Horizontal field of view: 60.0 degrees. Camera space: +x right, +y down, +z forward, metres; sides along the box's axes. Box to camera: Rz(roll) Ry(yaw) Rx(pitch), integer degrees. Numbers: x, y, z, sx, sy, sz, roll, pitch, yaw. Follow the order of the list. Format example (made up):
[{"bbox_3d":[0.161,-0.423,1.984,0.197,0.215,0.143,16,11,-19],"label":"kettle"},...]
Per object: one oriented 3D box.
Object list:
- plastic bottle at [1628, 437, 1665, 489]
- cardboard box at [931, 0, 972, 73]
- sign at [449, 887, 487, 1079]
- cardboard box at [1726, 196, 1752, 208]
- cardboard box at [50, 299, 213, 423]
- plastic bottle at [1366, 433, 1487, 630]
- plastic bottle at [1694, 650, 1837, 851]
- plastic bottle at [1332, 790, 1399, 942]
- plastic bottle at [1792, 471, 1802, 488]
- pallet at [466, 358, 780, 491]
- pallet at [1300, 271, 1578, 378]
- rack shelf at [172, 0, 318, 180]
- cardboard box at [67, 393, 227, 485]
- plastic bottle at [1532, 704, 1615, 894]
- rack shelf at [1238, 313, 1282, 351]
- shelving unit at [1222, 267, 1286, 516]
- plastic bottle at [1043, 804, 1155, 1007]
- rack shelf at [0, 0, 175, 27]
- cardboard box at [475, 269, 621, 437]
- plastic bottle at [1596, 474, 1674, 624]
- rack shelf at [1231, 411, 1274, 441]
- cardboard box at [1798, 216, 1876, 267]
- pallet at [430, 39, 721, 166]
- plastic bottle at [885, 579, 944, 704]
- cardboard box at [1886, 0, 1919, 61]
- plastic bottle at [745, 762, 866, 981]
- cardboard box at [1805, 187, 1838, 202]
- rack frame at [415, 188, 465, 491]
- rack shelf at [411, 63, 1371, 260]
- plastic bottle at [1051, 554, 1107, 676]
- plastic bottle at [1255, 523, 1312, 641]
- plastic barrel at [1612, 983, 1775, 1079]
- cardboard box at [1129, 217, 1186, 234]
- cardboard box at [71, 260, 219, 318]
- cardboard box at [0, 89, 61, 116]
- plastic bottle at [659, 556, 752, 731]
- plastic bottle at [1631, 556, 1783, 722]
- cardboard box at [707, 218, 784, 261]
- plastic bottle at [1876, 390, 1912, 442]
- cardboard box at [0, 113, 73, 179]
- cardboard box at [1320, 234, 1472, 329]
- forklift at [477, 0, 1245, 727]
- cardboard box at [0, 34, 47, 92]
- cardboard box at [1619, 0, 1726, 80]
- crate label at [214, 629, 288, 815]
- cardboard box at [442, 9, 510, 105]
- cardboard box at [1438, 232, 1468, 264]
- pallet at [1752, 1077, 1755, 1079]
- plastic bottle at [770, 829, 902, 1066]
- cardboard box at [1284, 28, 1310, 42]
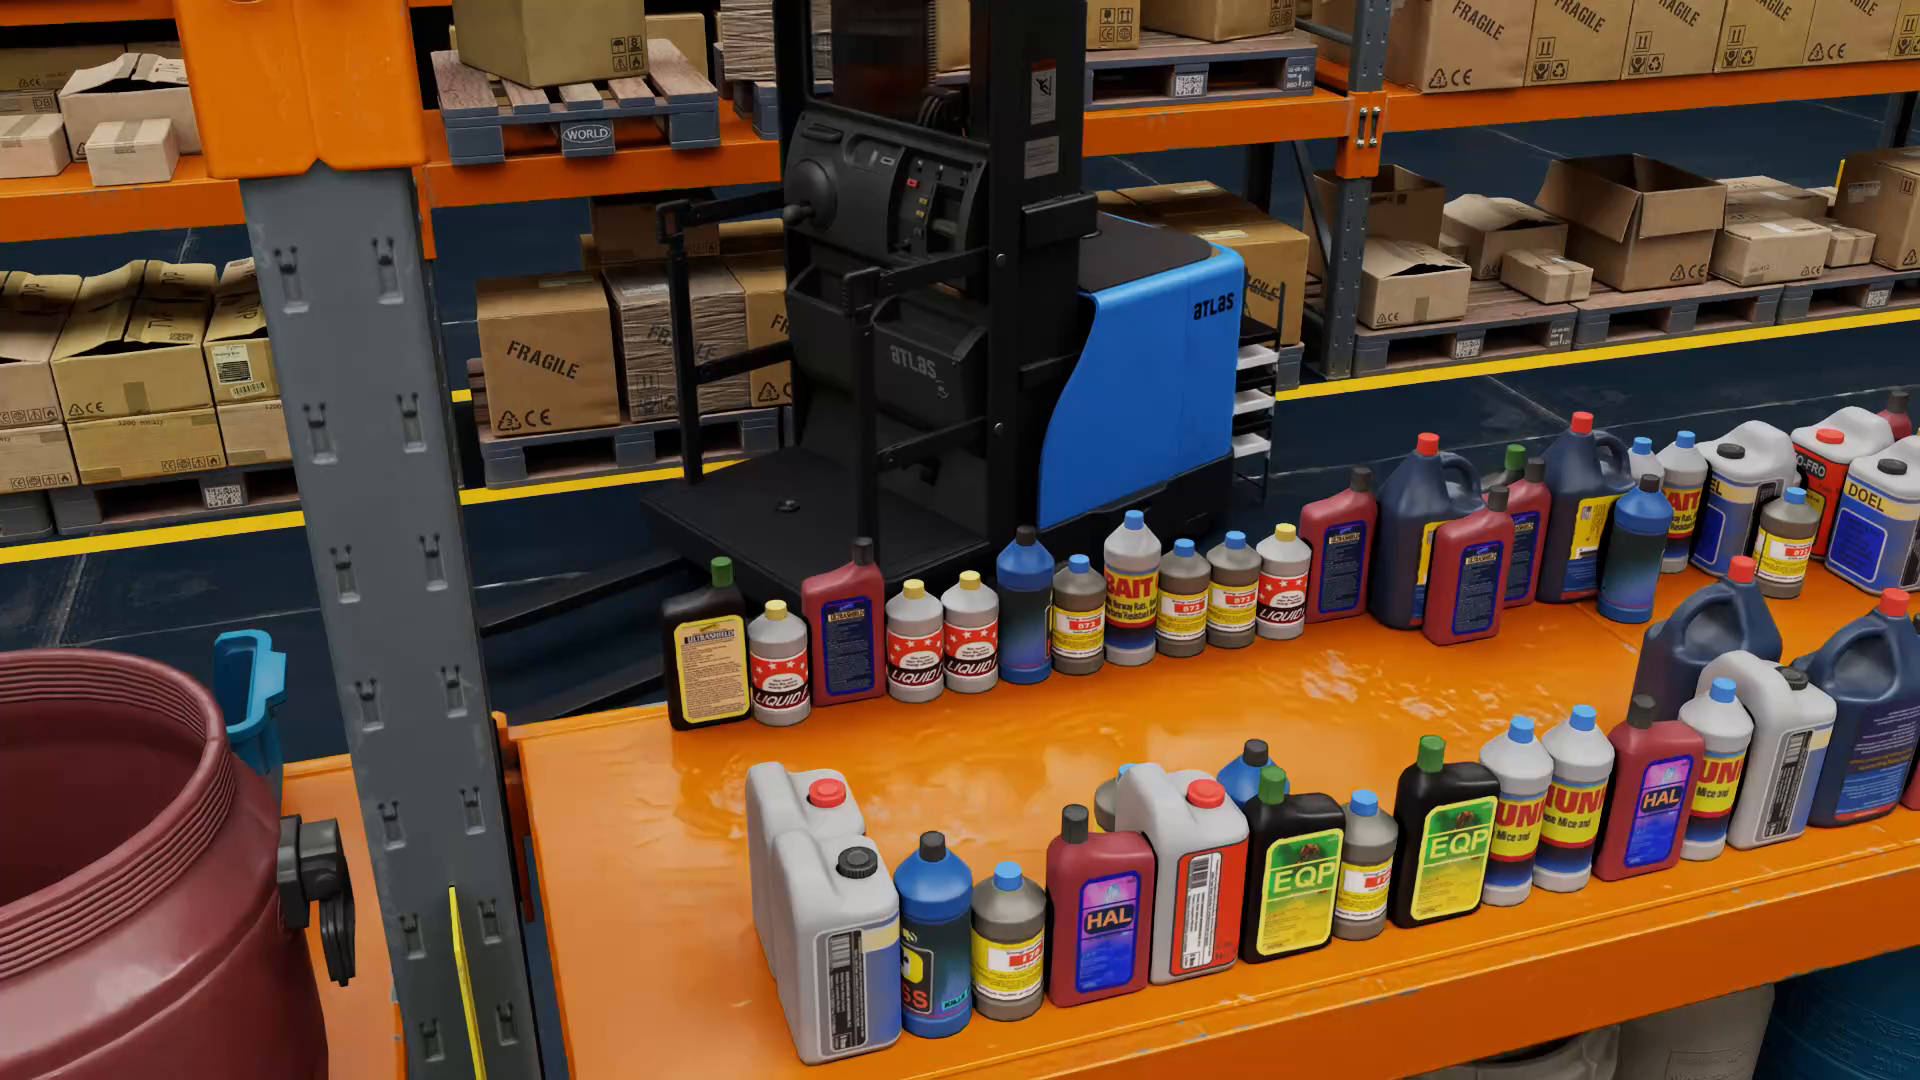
[{"bbox_3d":[1.270,-0.064,3.151,0.097,0.271,0.097,0,26,0],"label":"plastic bottle"},{"bbox_3d":[-0.051,-2.260,6.844,0.500,0.500,0.700,-16,31,-29],"label":"cardboard box"},{"bbox_3d":[-0.486,0.508,1.671,0.005,0.325,0.100,-8,28,-16],"label":"sign"},{"bbox_3d":[3.857,-1.720,8.939,0.500,0.250,0.500,-8,28,-16],"label":"cardboard box"},{"bbox_3d":[-3.108,-0.703,6.282,0.500,0.311,0.500,-9,28,-17],"label":"cardboard box"},{"bbox_3d":[0.840,-0.027,2.986,0.185,0.351,0.144,-8,28,-16],"label":"plastic bottle"},{"bbox_3d":[1.167,0.291,2.430,0.135,0.276,0.152,-8,28,-16],"label":"plastic bottle"},{"bbox_3d":[0.534,0.429,2.237,0.097,0.201,0.097,0,26,0],"label":"plastic bottle"},{"bbox_3d":[1.583,-0.078,3.257,0.097,0.201,0.097,0,26,0],"label":"plastic bottle"},{"bbox_3d":[-1.472,-0.583,7.188,1.213,0.211,1.003,-8,28,-16],"label":"pallet"},{"bbox_3d":[2.263,-1.142,8.312,1.213,0.211,1.003,-8,28,-16],"label":"pallet"},{"bbox_3d":[-2.565,-0.397,1.112,4.000,0.370,1.077,-8,28,-16],"label":"rack shelf"},{"bbox_3d":[-3.107,-0.454,6.411,0.500,0.250,0.500,-9,28,-17],"label":"cardboard box"},{"bbox_3d":[0.846,0.352,2.312,0.097,0.271,0.097,0,26,0],"label":"plastic bottle"},{"bbox_3d":[1.051,-0.777,6.272,0.200,0.077,0.258,-14,30,-26],"label":"rack shelf"},{"bbox_3d":[1.051,-0.565,6.377,0.210,0.900,0.258,-14,30,-26],"label":"shelving unit"},{"bbox_3d":[0.175,0.453,2.096,0.133,0.283,0.061,-8,28,-16],"label":"plastic bottle"},{"bbox_3d":[-5.633,-3.242,10.216,4.000,0.370,1.077,-8,28,-16],"label":"rack shelf"},{"bbox_3d":[-1.672,-0.765,6.734,0.500,0.500,0.500,-7,27,-14],"label":"cardboard box"},{"bbox_3d":[1.222,0.010,3.001,0.097,0.271,0.097,0,26,0],"label":"plastic bottle"},{"bbox_3d":[1.051,-0.455,6.432,0.200,0.077,0.258,-14,30,-26],"label":"rack shelf"},{"bbox_3d":[4.559,-1.579,8.748,0.250,0.166,0.380,-8,28,-16],"label":"cardboard box"},{"bbox_3d":[-1.571,-1.783,6.684,1.003,0.211,1.213,-8,28,-16],"label":"pallet"},{"bbox_3d":[-0.076,0.162,2.774,0.097,0.201,0.097,0,26,0],"label":"plastic bottle"},{"bbox_3d":[4.579,-2.642,8.087,0.500,0.500,0.500,-8,28,-16],"label":"cardboard box"},{"bbox_3d":[-0.199,0.417,2.175,0.135,0.276,0.152,-8,28,-16],"label":"plastic bottle"},{"bbox_3d":[4.909,-1.855,9.325,0.250,0.149,0.380,-8,28,-16],"label":"cardboard box"},{"bbox_3d":[-2.194,-1.746,6.393,0.127,3.000,1.000,-8,28,-16],"label":"rack frame"},{"bbox_3d":[-0.292,-1.699,7.108,4.000,0.370,1.077,-8,28,-16],"label":"rack shelf"},{"bbox_3d":[0.202,0.122,2.855,0.097,0.201,0.097,0,26,0],"label":"plastic bottle"},{"bbox_3d":[0.572,0.068,2.963,0.097,0.201,0.097,0,26,0],"label":"plastic bottle"},{"bbox_3d":[1.380,0.930,3.329,0.421,0.512,0.421,0,26,0],"label":"plastic barrel"},{"bbox_3d":[0.757,-1.120,7.450,0.500,0.500,0.500,-8,28,-16],"label":"cardboard box"},{"bbox_3d":[-3.279,-0.930,6.738,0.500,0.311,0.500,-9,28,-17],"label":"cardboard box"},{"bbox_3d":[-5.866,-2.620,10.471,0.500,0.500,0.700,-8,27,-16],"label":"cardboard box"},{"bbox_3d":[-0.411,0.165,2.675,0.133,0.283,0.061,-8,28,-16],"label":"plastic bottle"},{"bbox_3d":[1.145,0.191,2.547,0.185,0.351,0.144,-8,28,-16],"label":"plastic bottle"},{"bbox_3d":[-0.885,-1.122,7.454,0.500,0.500,0.500,-9,28,-18],"label":"cardboard box"},{"bbox_3d":[1.815,-0.157,3.324,0.133,0.283,0.061,-8,28,-16],"label":"plastic bottle"},{"bbox_3d":[-3.389,-1.434,6.047,0.250,0.149,0.380,-6,27,-12],"label":"cardboard box"},{"bbox_3d":[2.076,-1.256,7.935,0.500,0.311,0.500,-8,28,-16],"label":"cardboard box"},{"bbox_3d":[-0.410,-1.104,5.178,3.031,2.935,1.130,-21,33,-36],"label":"forklift"},{"bbox_3d":[-5.929,-2.946,10.284,0.500,0.250,0.500,-9,28,-18],"label":"cardboard box"},{"bbox_3d":[3.141,-2.436,7.671,0.500,0.500,0.500,-8,28,-16],"label":"cardboard box"},{"bbox_3d":[-1.180,0.324,2.413,0.416,0.233,0.303,-8,28,-16],"label":"crate label"},{"bbox_3d":[-2.991,-3.111,11.088,0.750,0.750,0.750,-9,28,-17],"label":"cardboard box"},{"bbox_3d":[2.402,-1.492,8.593,0.250,0.149,0.380,-8,28,-16],"label":"cardboard box"},{"bbox_3d":[1.231,1.306,3.383,1.213,0.211,1.003,-8,28,-16],"label":"pallet"},{"bbox_3d":[-0.152,0.482,2.046,0.135,0.276,0.152,-8,28,-16],"label":"plastic bottle"},{"bbox_3d":[2.287,-3.733,12.734,0.500,0.500,0.700,-9,28,-18],"label":"cardboard box"}]
